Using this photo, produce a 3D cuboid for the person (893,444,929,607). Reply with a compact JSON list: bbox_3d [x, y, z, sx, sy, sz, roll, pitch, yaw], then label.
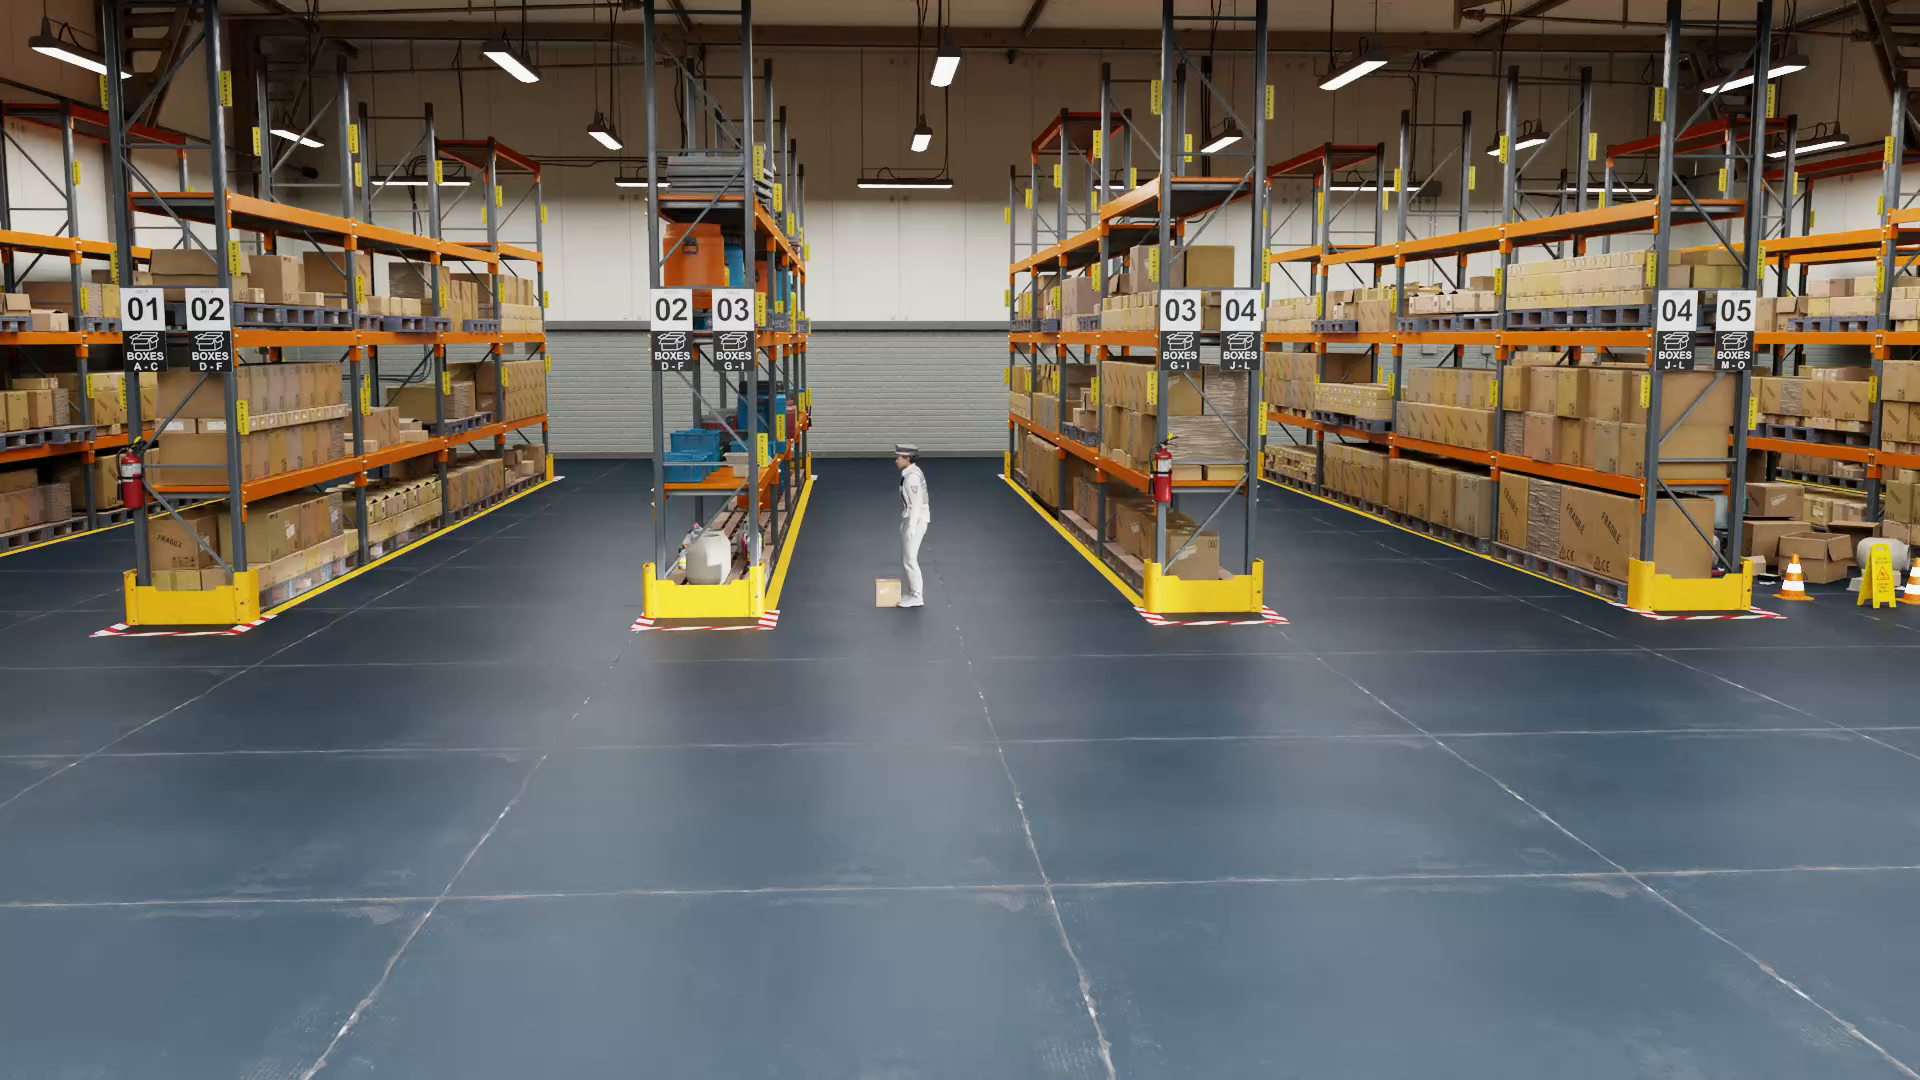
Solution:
[{"bbox_3d":[-0.507,-0.159,17.045,0.358,1.662,0.538,-1,7,-7],"label":"person"}]
